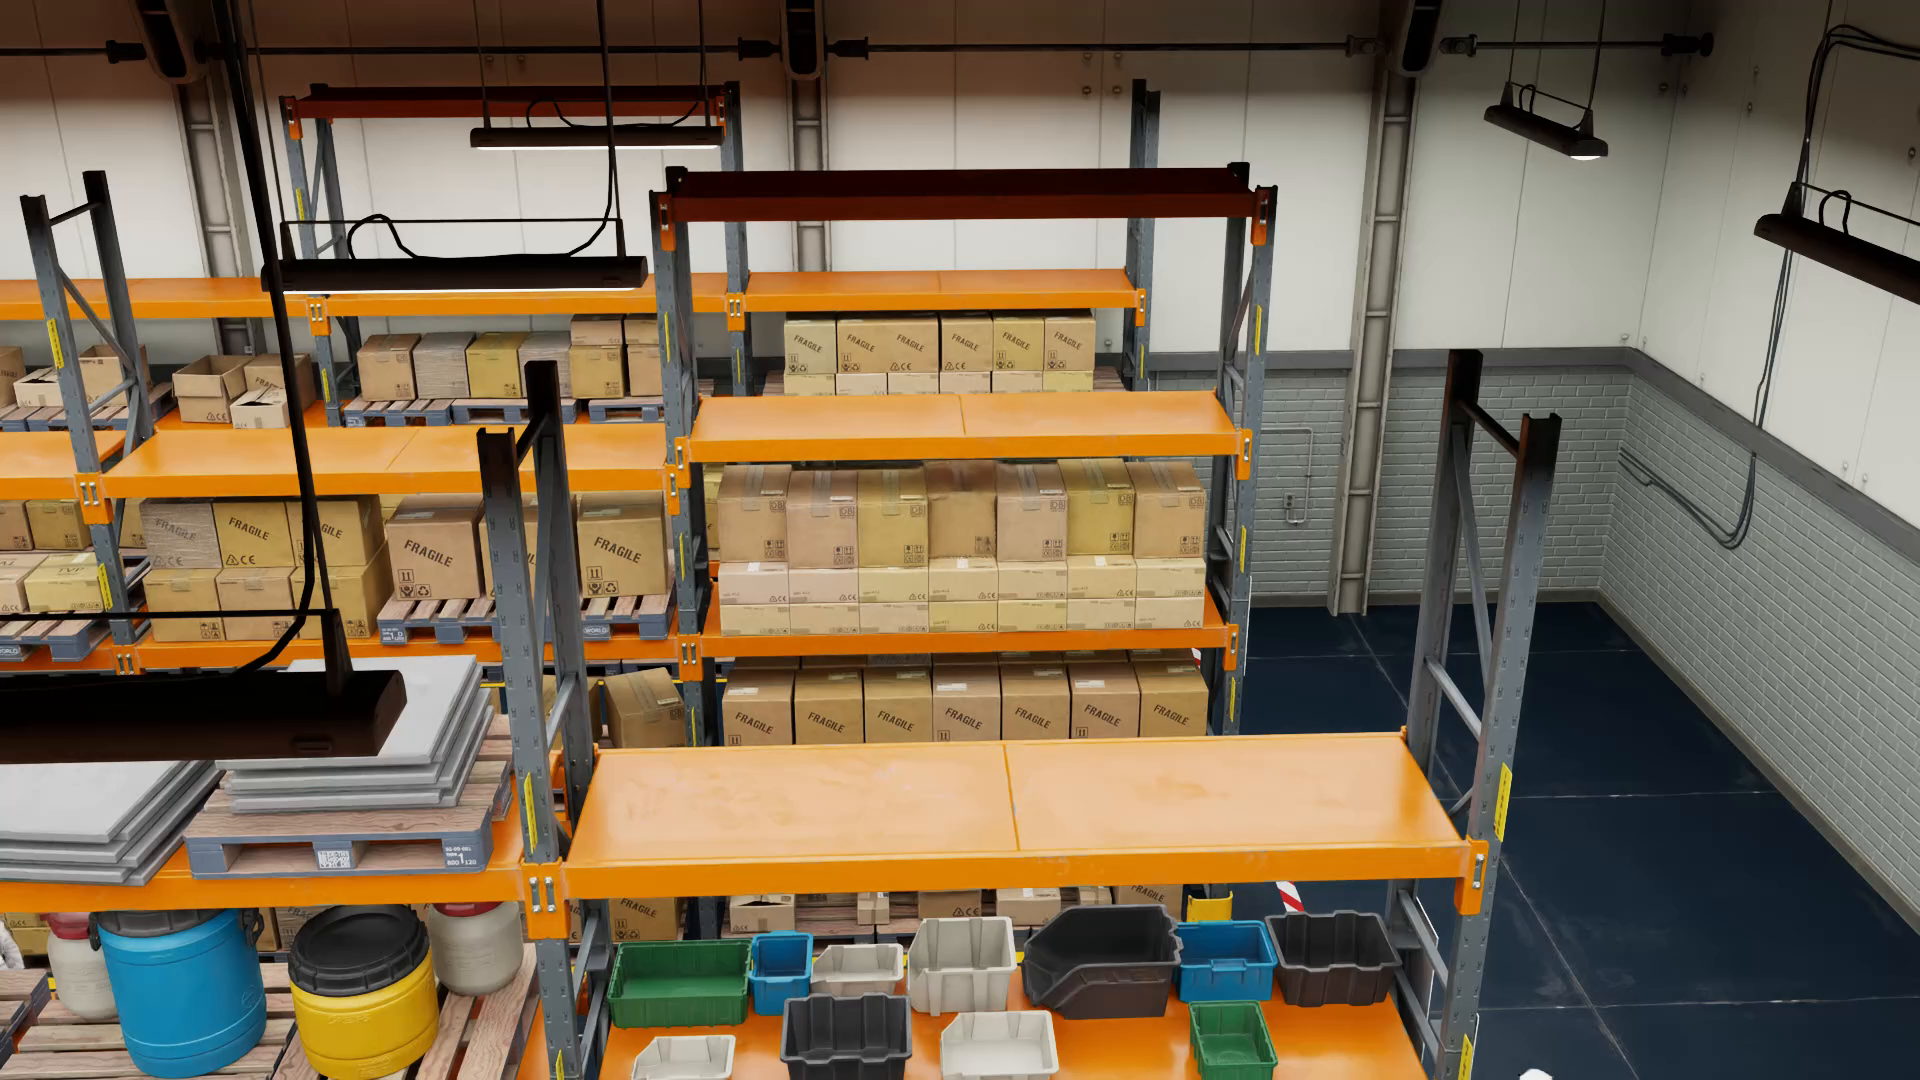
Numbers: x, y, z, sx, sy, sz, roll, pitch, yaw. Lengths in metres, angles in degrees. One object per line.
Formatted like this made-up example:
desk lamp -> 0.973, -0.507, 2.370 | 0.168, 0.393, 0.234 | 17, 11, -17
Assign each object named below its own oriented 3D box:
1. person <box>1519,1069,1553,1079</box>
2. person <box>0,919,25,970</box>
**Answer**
person -> 3.218, 3.746, 9.604 | 0.631, 1.758, 0.719 | -6, 23, -14
person -> -6.721, 3.090, 11.317 | 0.856, 1.657, 0.505 | 1, 22, 3
